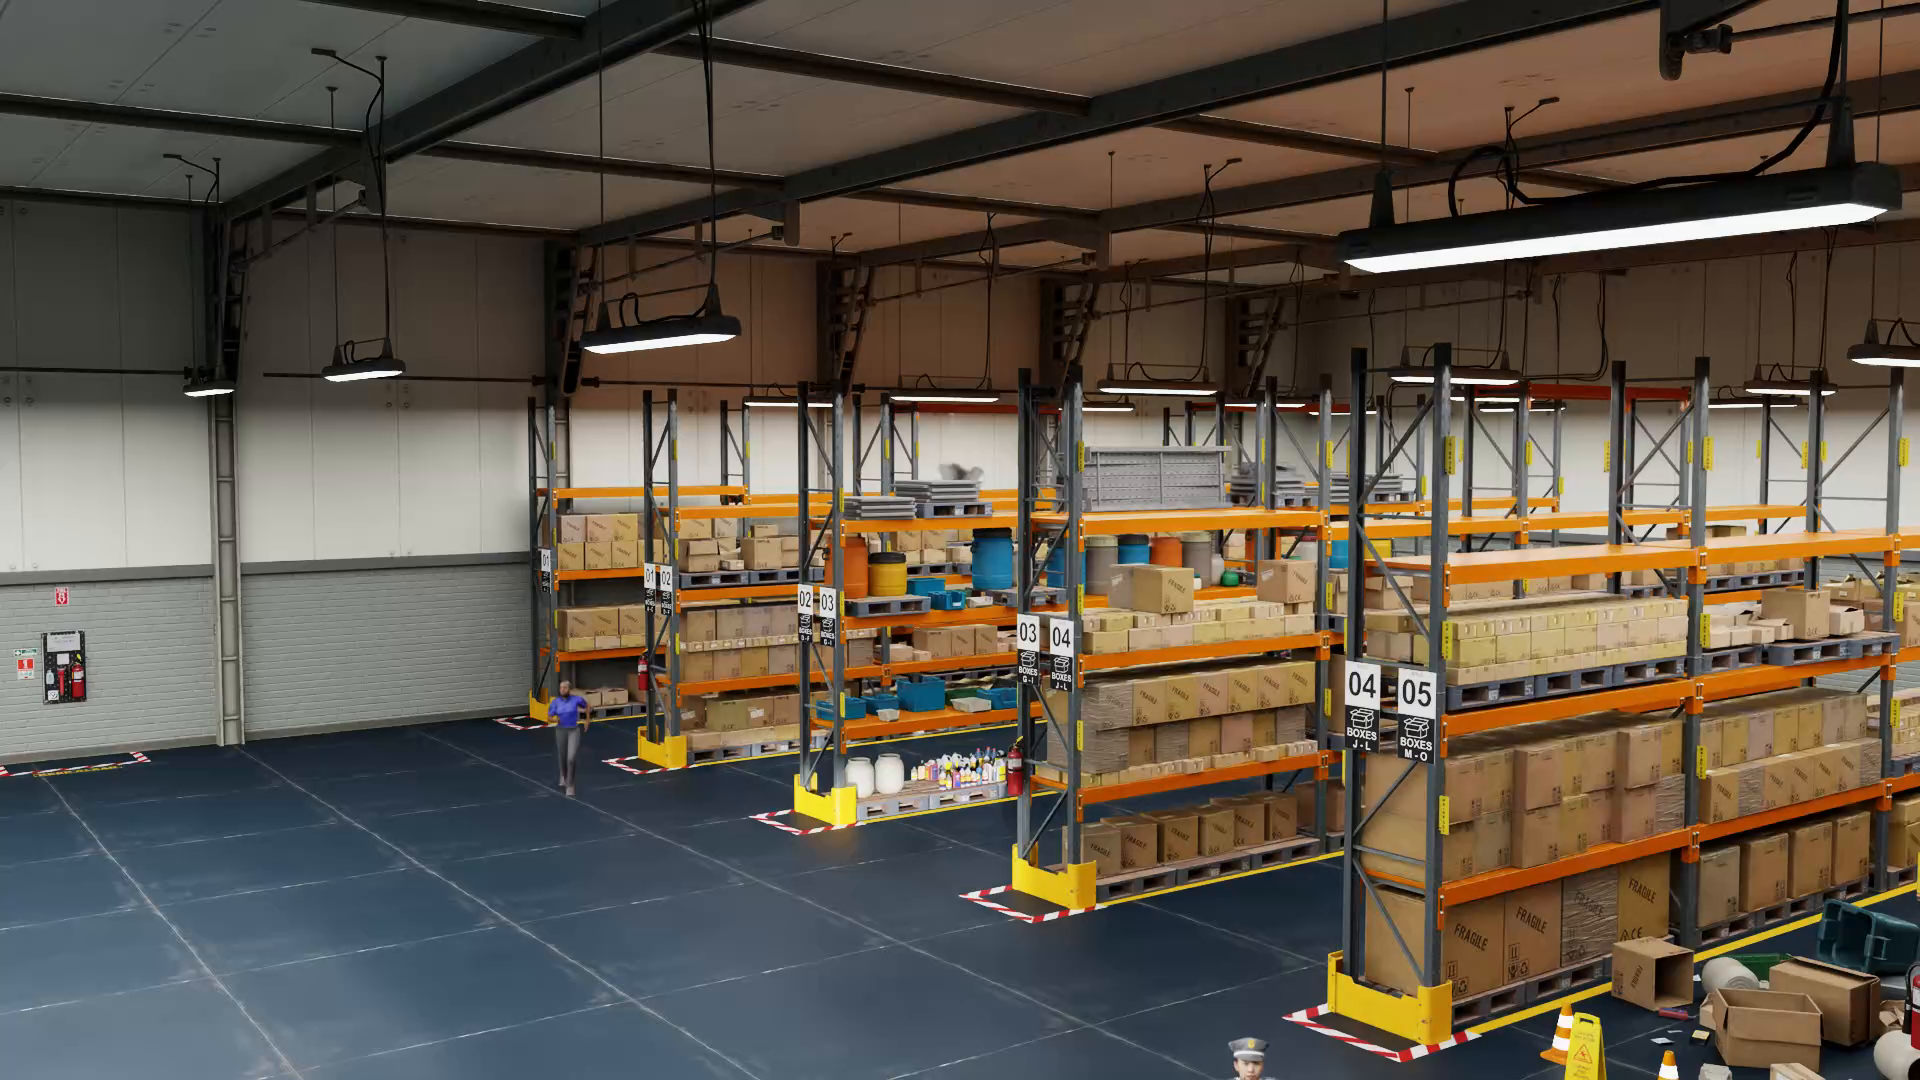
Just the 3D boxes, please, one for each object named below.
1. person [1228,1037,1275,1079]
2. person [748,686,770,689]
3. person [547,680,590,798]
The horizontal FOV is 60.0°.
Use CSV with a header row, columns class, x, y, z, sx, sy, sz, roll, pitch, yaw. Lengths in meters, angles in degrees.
class,x,y,z,sx,sy,sz,roll,pitch,yaw
person,1.724,3.750,9.777,0.668,1.668,0.513,0,3,4
person,-3.617,2.573,29.568,0.610,1.677,0.655,-3,4,-39
person,-5.761,2.899,24.491,0.585,1.704,0.892,0,3,-4
